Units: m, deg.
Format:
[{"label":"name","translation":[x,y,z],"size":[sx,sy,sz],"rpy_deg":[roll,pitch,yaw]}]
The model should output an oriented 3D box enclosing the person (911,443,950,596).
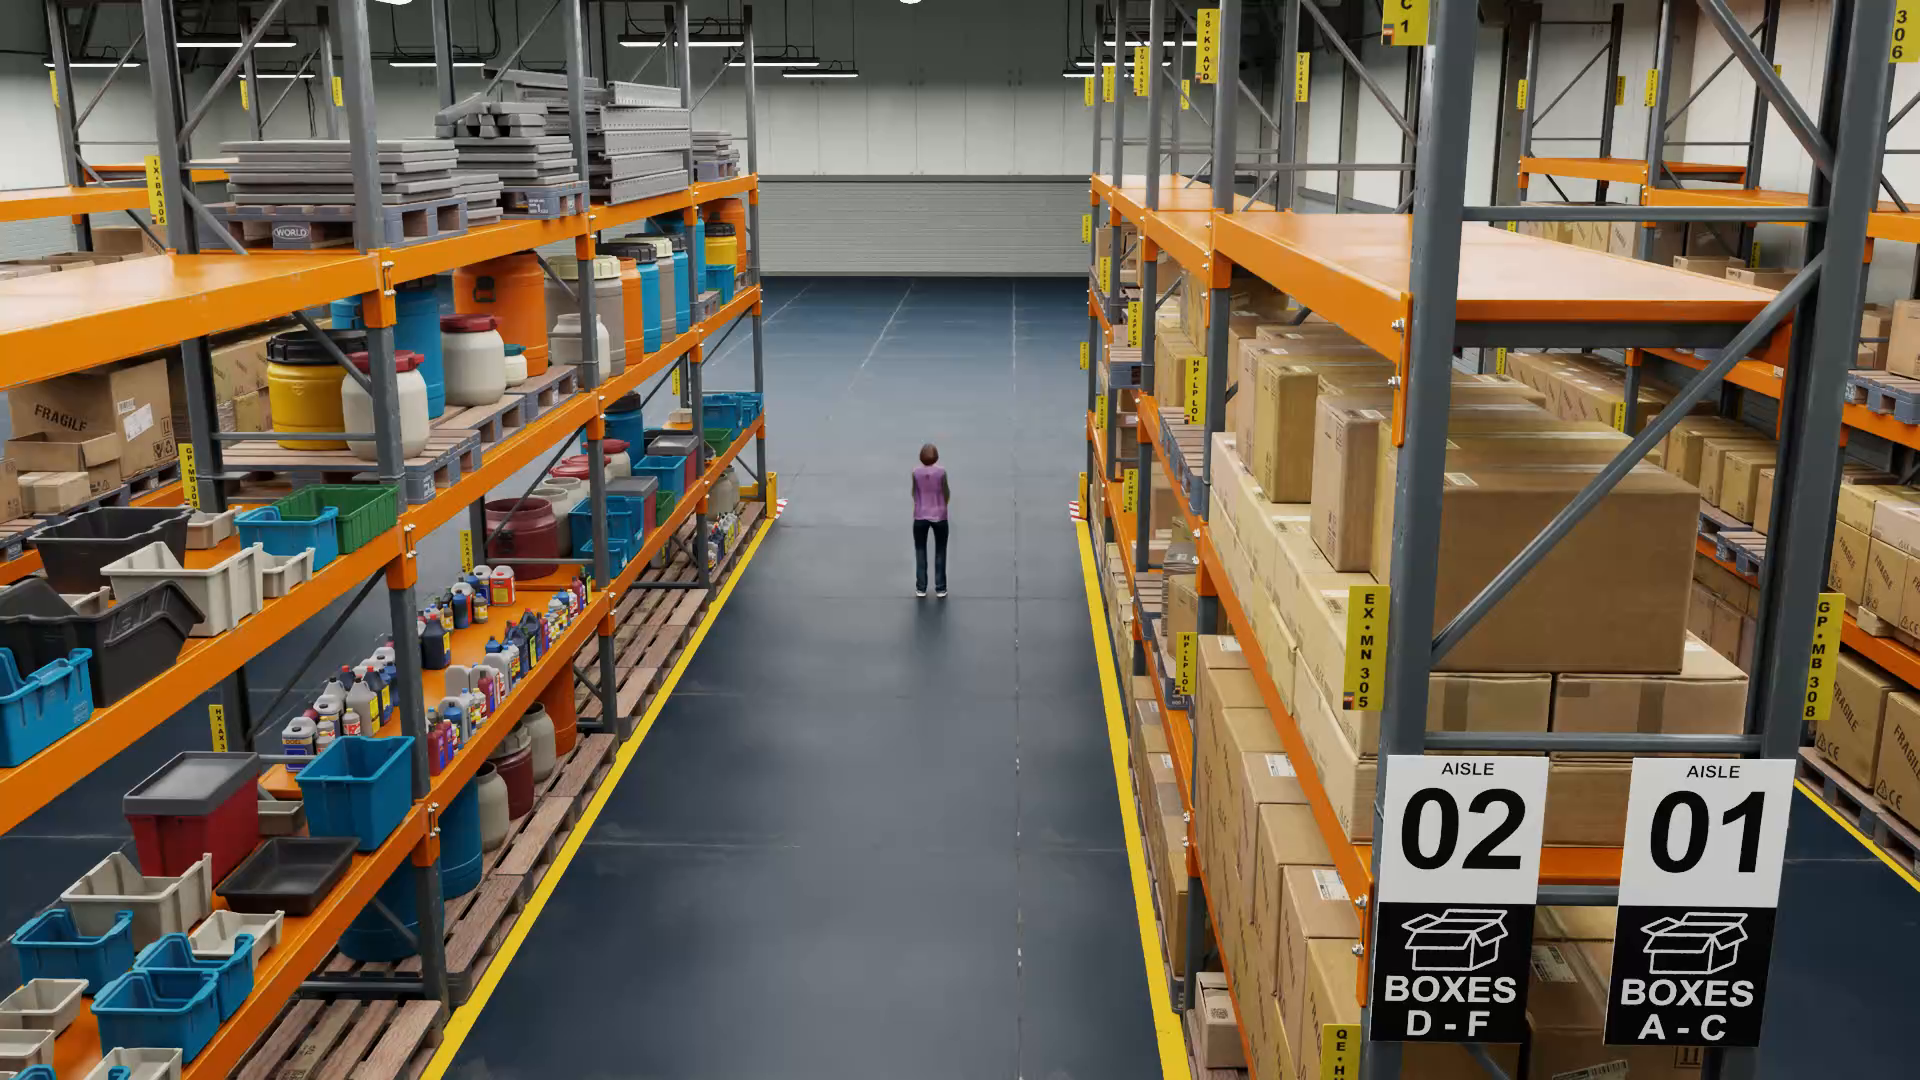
[{"label":"person","translation":[-0.297,-0.226,16.930],"size":[0.402,1.597,0.491],"rpy_deg":[0,14,2]}]
